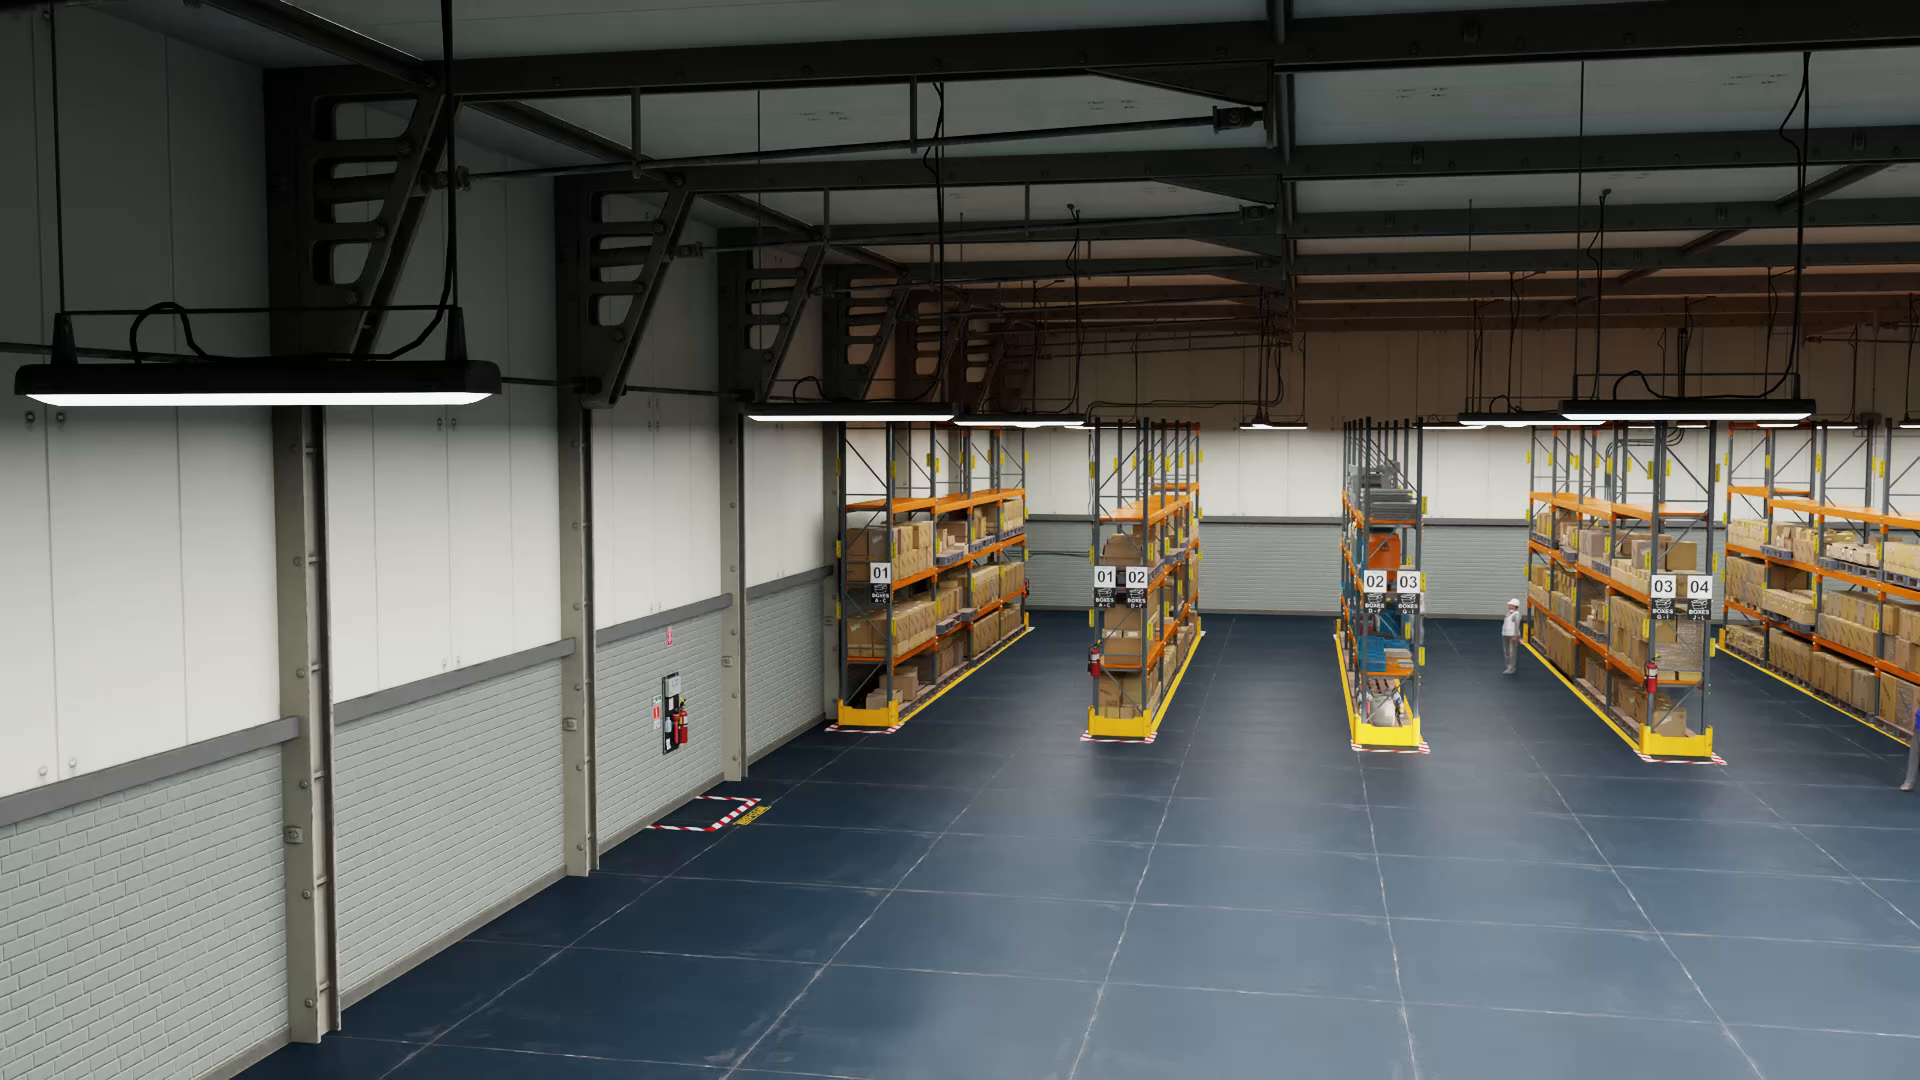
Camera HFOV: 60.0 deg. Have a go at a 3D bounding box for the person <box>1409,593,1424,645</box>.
[{"bbox_3d":[12.318,1.999,44.819,0.367,1.708,0.544,2,4,34],"label":"person"}]

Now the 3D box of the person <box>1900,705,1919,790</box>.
[{"bbox_3d":[15.269,3.174,26.405,0.439,1.657,0.515,-2,4,-24],"label":"person"}]

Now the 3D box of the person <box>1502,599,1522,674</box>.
[{"bbox_3d":[13.095,2.285,39.550,0.551,1.778,0.532,-2,4,-26],"label":"person"}]
